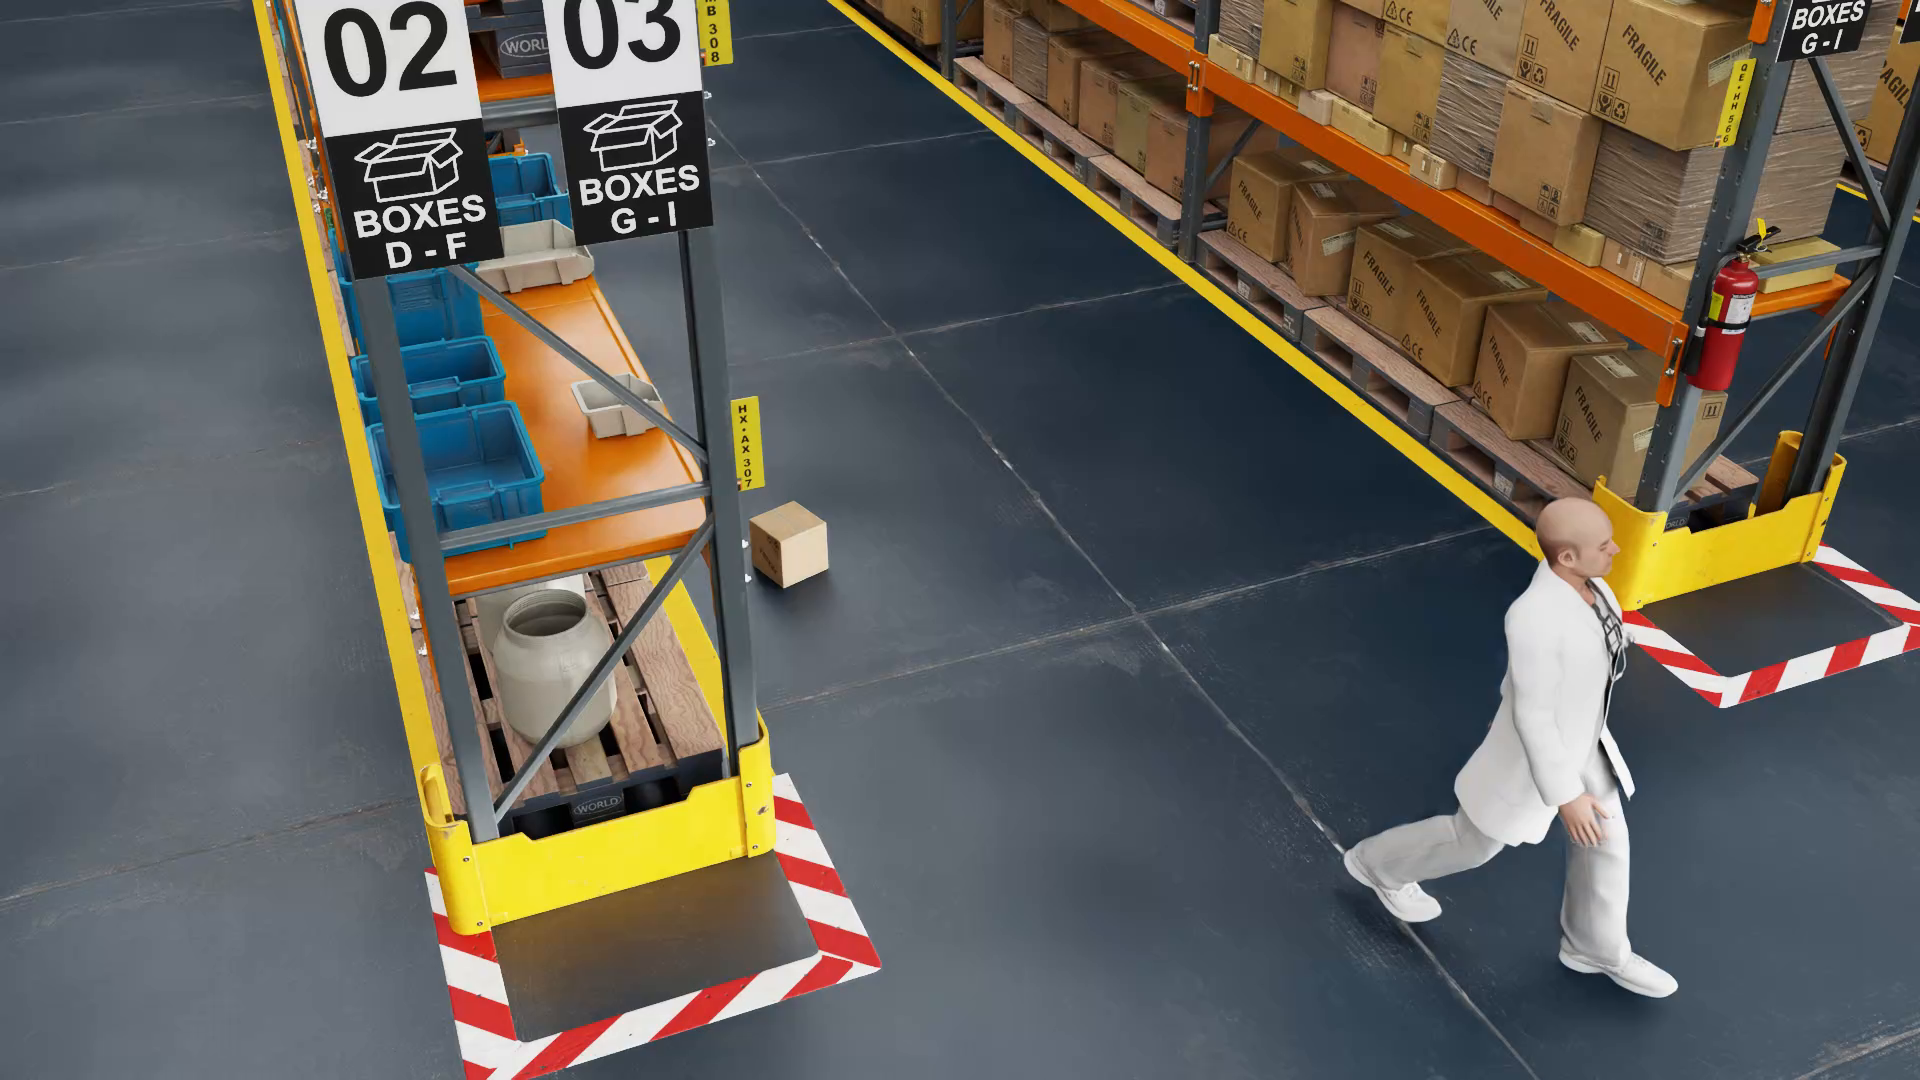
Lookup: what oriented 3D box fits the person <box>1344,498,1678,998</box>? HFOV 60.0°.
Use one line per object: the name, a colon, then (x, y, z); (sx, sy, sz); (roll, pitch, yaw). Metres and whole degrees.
person: (1.818, 0.645, 5.160); (1.104, 1.728, 0.563); (24, 40, 32)
